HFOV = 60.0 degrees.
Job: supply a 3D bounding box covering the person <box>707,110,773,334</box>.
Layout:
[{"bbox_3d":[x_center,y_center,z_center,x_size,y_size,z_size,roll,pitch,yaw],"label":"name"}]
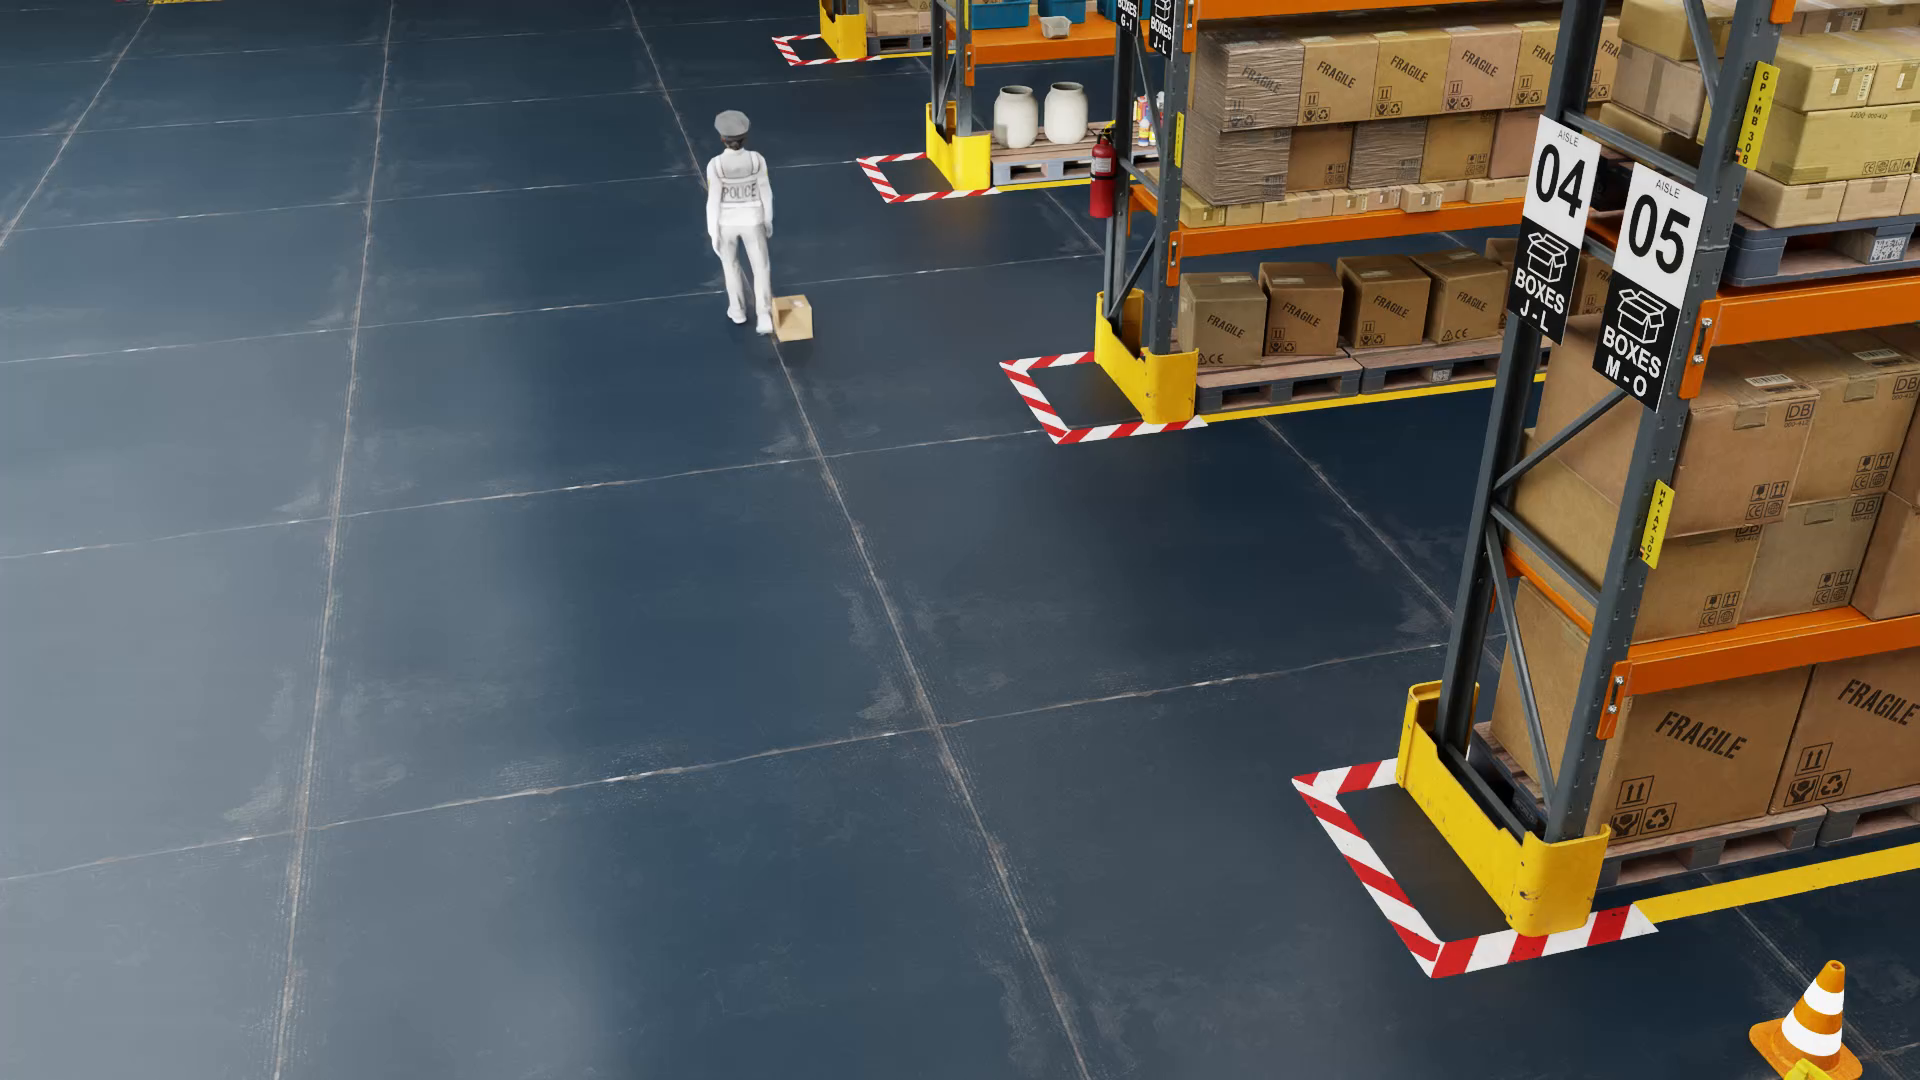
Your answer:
[{"bbox_3d":[-1.587,-2.285,12.078,0.482,1.660,0.840,-5,31,-9],"label":"person"}]
